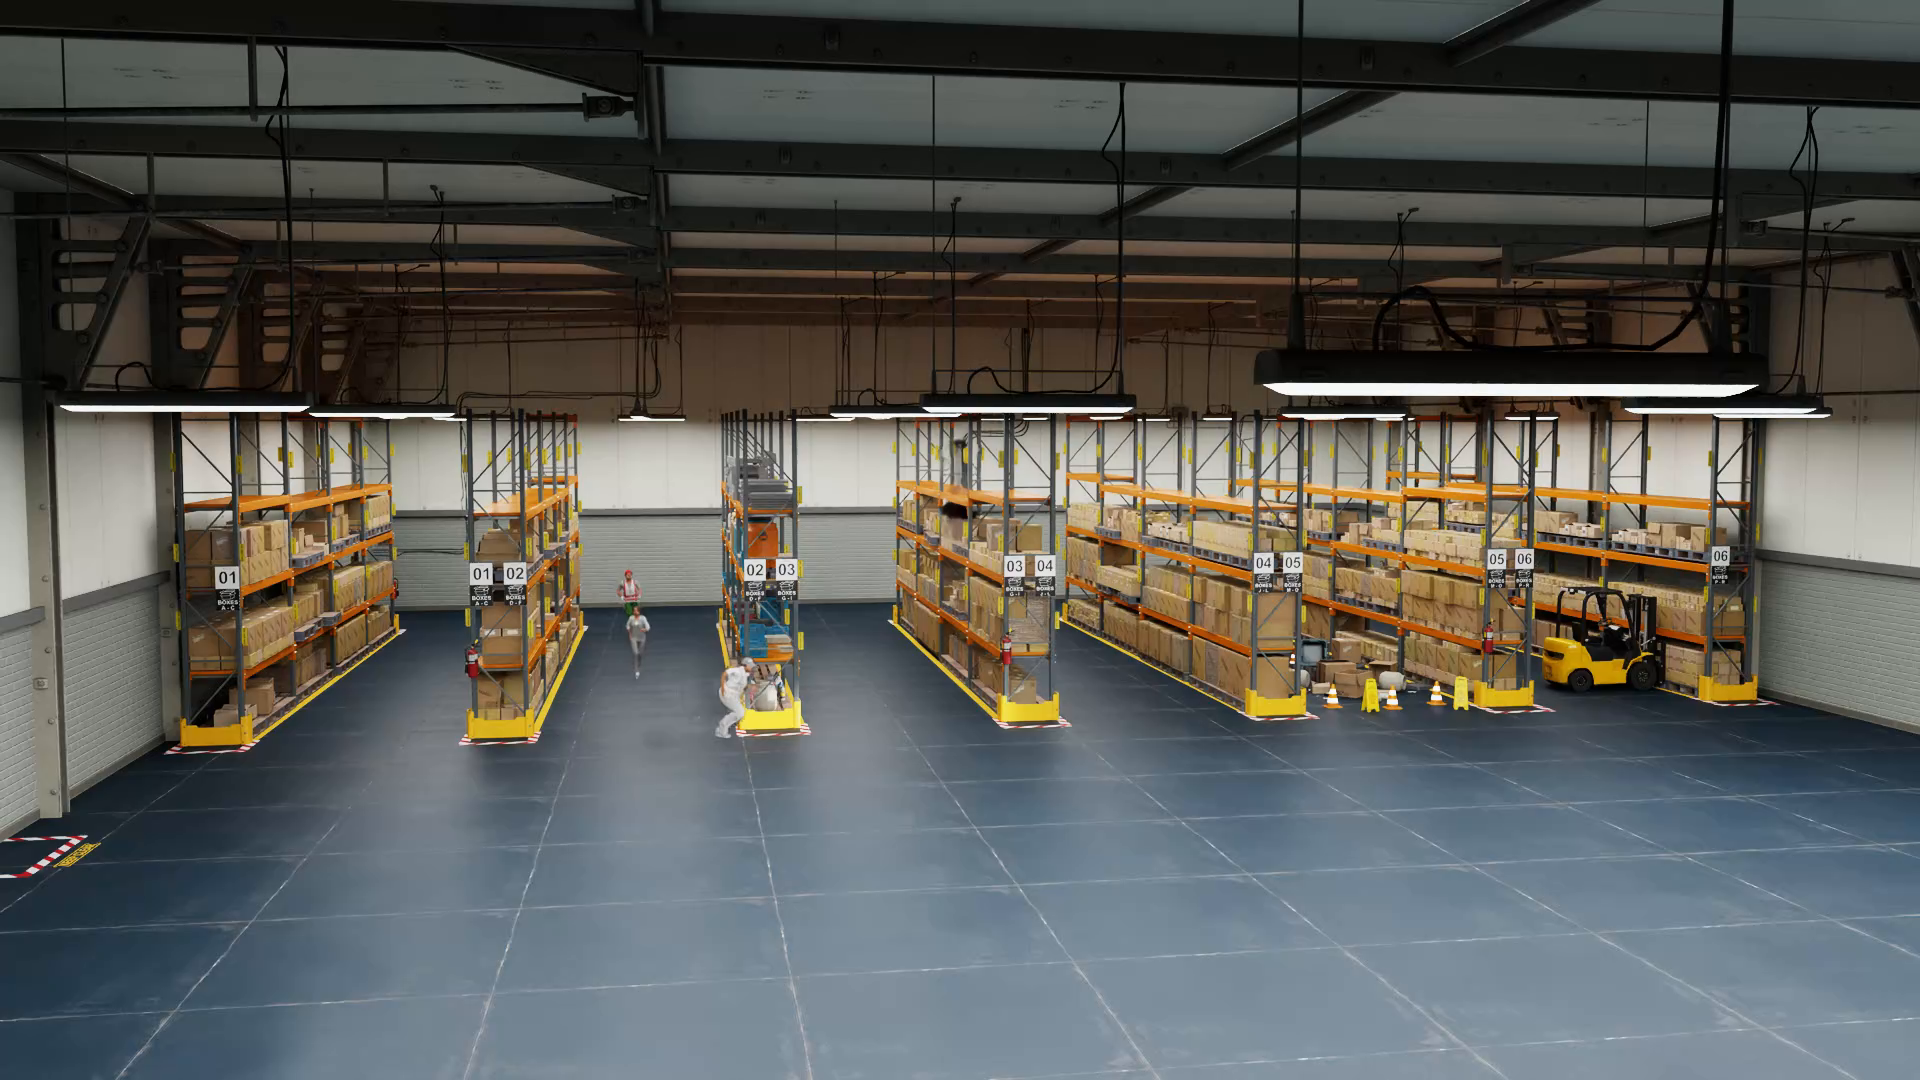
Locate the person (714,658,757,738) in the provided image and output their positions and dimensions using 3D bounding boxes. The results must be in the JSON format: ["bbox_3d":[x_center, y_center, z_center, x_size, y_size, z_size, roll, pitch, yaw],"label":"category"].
[{"bbox_3d":[-4.098,2.875,30.188,0.848,1.490,0.636,1,4,17],"label":"person"}]

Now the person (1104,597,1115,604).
[{"bbox_3d":[4.445,1.441,49.476,0.499,1.675,0.623,2,5,32],"label":"person"}]

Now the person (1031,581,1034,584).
[{"bbox_3d":[1.839,1.552,48.217,0.627,1.670,0.815,0,4,-2],"label":"person"}]

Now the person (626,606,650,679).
[{"bbox_3d":[-7.301,2.290,37.756,0.525,1.611,0.820,-1,4,-12],"label":"person"}]

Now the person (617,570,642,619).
[{"bbox_3d":[-9.027,1.692,45.430,0.677,1.749,0.715,-1,4,-19],"label":"person"}]
